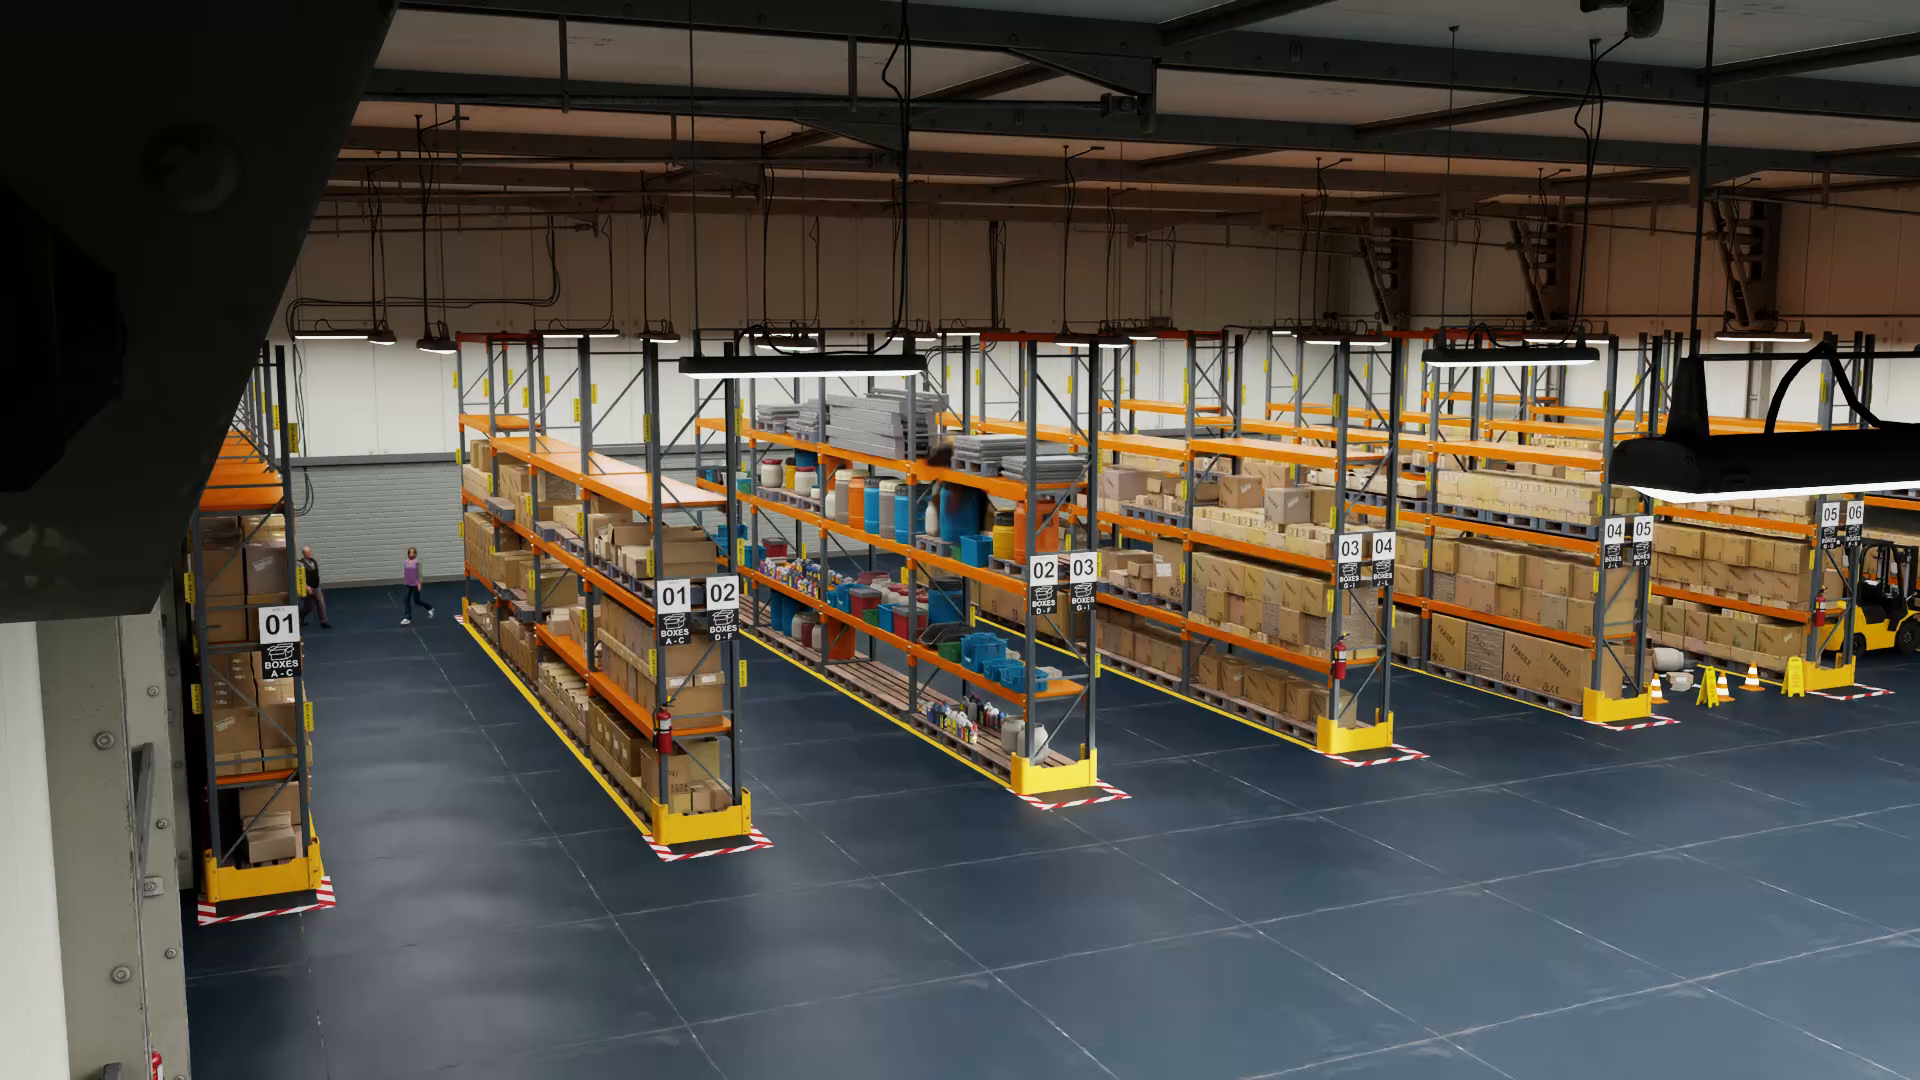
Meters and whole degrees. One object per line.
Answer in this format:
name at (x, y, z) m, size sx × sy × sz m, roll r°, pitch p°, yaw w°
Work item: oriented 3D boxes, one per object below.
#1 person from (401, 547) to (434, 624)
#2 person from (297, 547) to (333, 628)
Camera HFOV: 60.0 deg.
person at (-11.247, 0.927, 34.335) m, size 0.437 × 1.555 × 0.767 m, roll 4°, pitch 9°, yaw 30°
person at (-13.170, 0.969, 33.669) m, size 0.872 × 1.679 × 0.590 m, roll 3°, pitch 8°, yaw 22°
